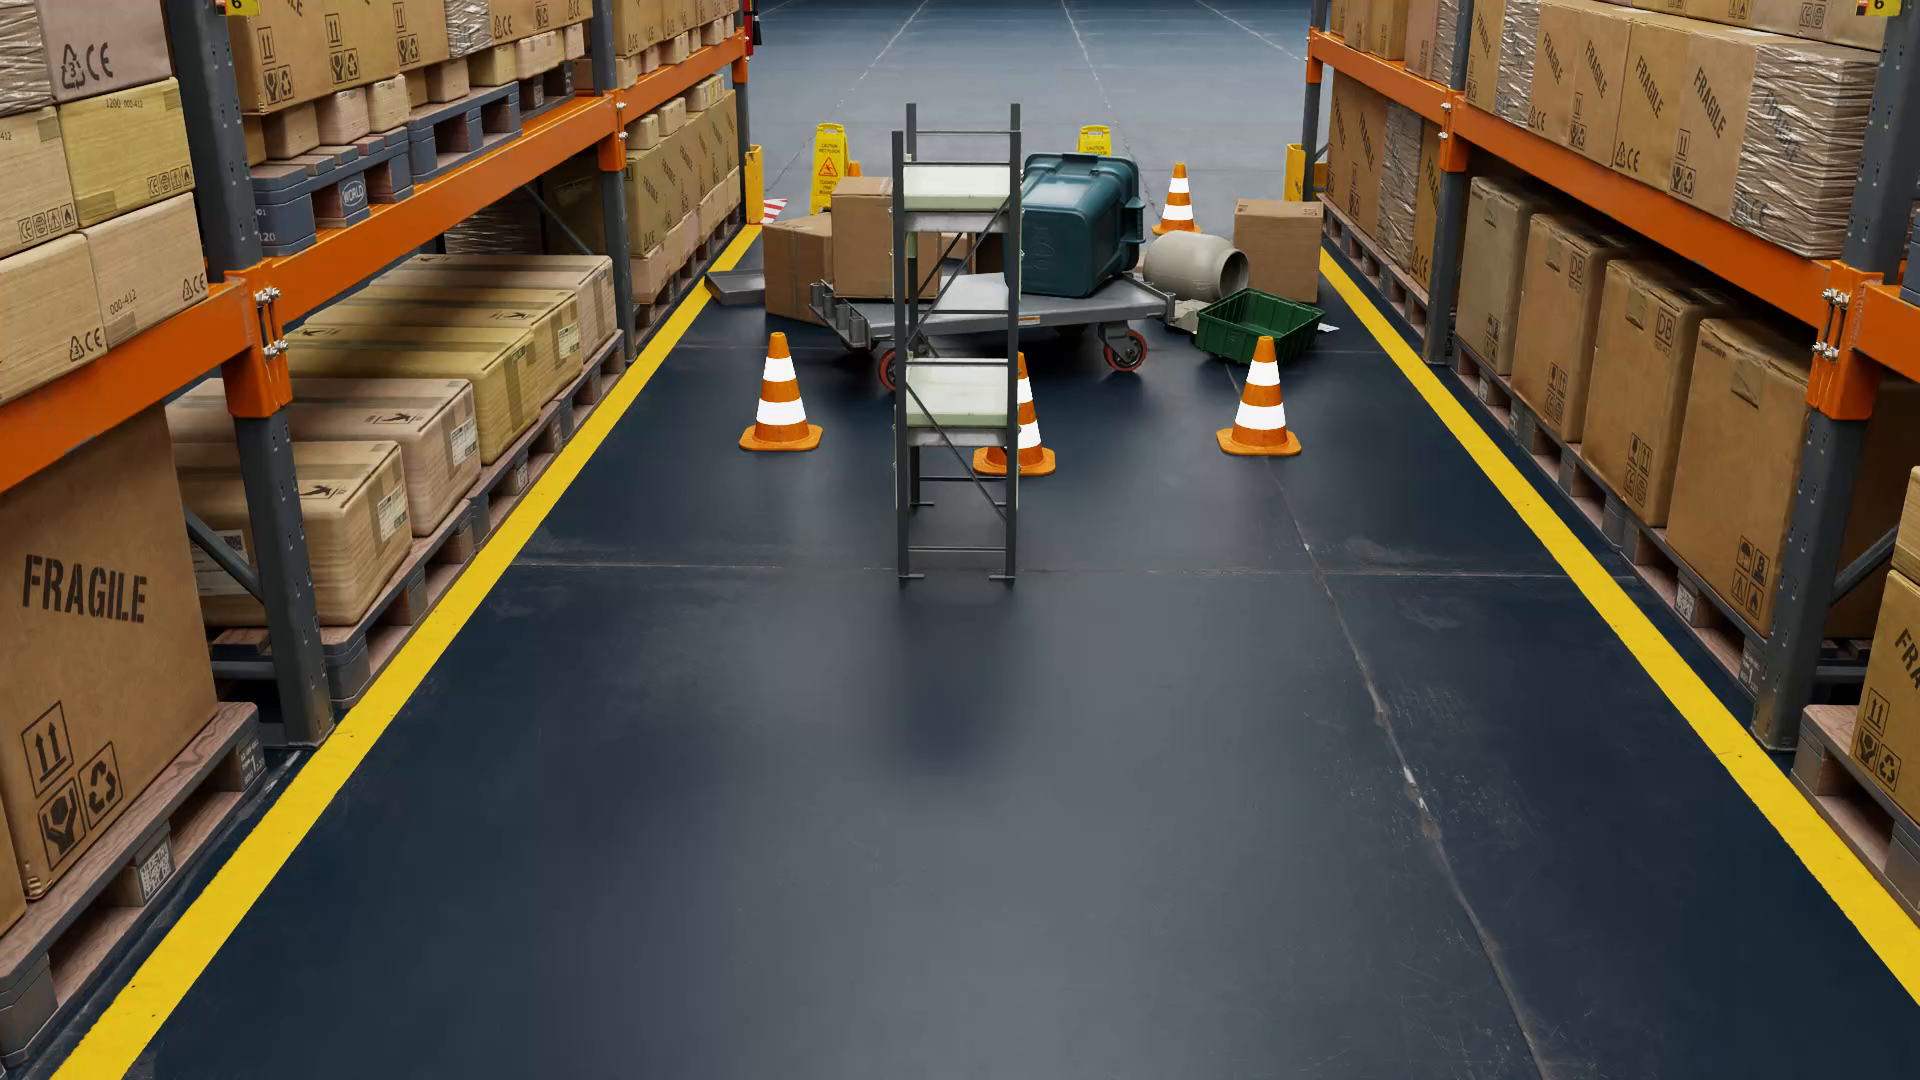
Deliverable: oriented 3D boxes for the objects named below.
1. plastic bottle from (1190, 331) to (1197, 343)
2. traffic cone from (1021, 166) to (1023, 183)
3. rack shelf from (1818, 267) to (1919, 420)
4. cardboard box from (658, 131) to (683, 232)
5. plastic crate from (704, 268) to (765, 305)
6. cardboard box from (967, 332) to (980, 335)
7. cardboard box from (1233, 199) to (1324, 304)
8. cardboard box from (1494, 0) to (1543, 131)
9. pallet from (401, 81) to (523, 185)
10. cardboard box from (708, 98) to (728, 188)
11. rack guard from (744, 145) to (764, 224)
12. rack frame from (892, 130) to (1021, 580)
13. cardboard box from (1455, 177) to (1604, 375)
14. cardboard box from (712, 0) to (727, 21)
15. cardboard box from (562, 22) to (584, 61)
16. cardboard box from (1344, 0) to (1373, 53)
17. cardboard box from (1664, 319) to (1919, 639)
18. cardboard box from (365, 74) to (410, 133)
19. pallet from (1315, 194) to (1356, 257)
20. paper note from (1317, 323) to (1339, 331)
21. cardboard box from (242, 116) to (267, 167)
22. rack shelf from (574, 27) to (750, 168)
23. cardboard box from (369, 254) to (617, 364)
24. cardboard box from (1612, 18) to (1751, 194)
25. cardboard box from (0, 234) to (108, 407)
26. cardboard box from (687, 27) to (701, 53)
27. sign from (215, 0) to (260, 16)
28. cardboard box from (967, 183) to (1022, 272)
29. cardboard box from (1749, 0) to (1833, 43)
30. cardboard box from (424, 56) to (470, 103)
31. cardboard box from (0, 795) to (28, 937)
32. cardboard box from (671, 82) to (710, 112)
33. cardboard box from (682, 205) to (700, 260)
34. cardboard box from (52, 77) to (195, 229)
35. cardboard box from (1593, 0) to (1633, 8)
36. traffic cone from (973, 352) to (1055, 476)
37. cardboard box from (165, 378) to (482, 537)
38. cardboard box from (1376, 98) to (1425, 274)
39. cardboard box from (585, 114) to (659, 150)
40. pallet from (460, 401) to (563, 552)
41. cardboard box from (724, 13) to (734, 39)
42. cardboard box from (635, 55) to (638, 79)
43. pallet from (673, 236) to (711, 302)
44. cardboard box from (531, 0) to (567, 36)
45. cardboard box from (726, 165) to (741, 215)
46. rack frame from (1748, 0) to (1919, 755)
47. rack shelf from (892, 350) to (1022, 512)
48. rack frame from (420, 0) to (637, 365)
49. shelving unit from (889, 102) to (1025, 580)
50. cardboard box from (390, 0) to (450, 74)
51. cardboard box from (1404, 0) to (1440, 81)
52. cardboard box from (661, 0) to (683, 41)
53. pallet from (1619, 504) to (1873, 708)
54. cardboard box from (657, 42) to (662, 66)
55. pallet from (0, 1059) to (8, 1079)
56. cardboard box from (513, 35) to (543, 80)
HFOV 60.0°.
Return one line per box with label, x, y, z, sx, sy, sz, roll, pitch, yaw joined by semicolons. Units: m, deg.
plastic bottle;1.322;-1.026;8.588;0.133;0.061;0.283;-11;24;-26
traffic cone;0.389;-2.502;11.837;0.336;0.463;0.334;1;21;2
rack shelf;2.639;0.226;2.295;1.077;0.370;4.000;1;21;2
cardboard box;-1.837;-1.965;9.130;0.500;0.500;0.500;1;21;4
plastic crate;-1.262;-1.495;9.770;0.402;0.080;0.583;-7;22;-17
cardboard box;0.041;-1.293;8.995;0.258;0.266;0.396;-16;26;-35
cardboard box;1.843;-1.688;9.684;0.500;0.500;0.500;4;22;11
cardboard box;2.522;-1.956;6.785;0.500;0.500;0.500;1;21;2
pallet;-2.232;-1.478;5.956;1.003;0.211;1.213;1;21;2
cardboard box;-1.784;-2.526;10.575;0.500;0.500;0.500;1;21;4
rack guard;-2.010;-2.551;11.911;1.175;0.500;0.348;1;21;2
rack frame;-0.011;-0.569;5.423;0.400;1.500;0.023;1;21;2
cardboard box;2.893;-1.201;7.506;1.050;0.750;0.750;1;21;1
cardboard box;-1.768;-3.548;10.478;0.500;0.500;0.500;1;21;2
cardboard box;-1.869;-2.187;7.285;0.380;0.149;0.250;1;21;2
cardboard box;2.840;-3.261;10.078;0.875;0.550;0.550;1;21;2
cardboard box;2.808;-0.199;4.925;1.050;0.750;0.750;0;21;1
cardboard box;-1.929;-1.345;5.114;0.380;0.149;0.250;1;21;2
pallet;2.997;-2.135;11.241;1.003;0.211;1.213;1;21;2
paper note;1.937;-1.148;8.946;0.147;0.020;0.142;-16;26;-35
cardboard box;-2.055;-1.045;4.342;0.380;0.149;0.250;-1;21;-1
rack shelf;-2.068;-2.685;9.796;1.077;0.370;4.000;1;21;2
cardboard box;-2.143;-1.078;7.713;0.950;0.372;0.625;1;21;2
cardboard box;2.477;-1.406;5.369;0.500;0.500;0.500;0;21;1
cardboard box;-2.007;-0.410;3.147;0.500;0.250;0.500;1;21;3
cardboard box;-1.774;-3.026;10.027;0.380;0.149;0.250;0;21;1
sign;-1.696;-1.386;3.853;0.100;0.325;0.005;1;21;2
cardboard box;0.470;-1.917;10.273;0.797;0.503;0.637;-16;26;-35
cardboard box;2.738;-1.691;4.719;0.700;0.500;0.500;0;21;1
cardboard box;-1.957;-1.629;5.847;0.380;0.149;0.250;1;21;3
cardboard box;-2.386;0.515;2.911;0.875;0.875;0.875;1;21;2
cardboard box;-1.736;-2.697;10.121;0.380;0.149;0.250;2;21;4
cardboard box;-1.823;-1.806;9.758;0.500;0.250;0.500;0;21;1
cardboard box;-2.012;-0.836;3.553;0.500;0.250;0.500;1;21;1
cardboard box;2.783;-2.244;6.144;0.700;0.500;0.500;1;21;2
traffic cone;0.223;-0.535;6.768;0.336;0.463;0.334;1;21;2
cardboard box;-2.209;-0.293;5.689;0.950;0.372;0.625;0;21;1
cardboard box;2.934;-2.037;9.489;0.875;0.875;0.875;1;21;2
cardboard box;-1.778;-2.118;8.628;0.380;0.149;0.250;1;21;2
pallet;-2.186;-0.273;6.442;1.003;0.211;1.213;1;21;2
cardboard box;-1.702;-3.396;10.982;0.380;0.149;0.250;0;21;1
cardboard box;-1.843;-2.382;8.369;0.380;0.149;0.250;1;21;3
pallet;-2.110;-1.683;10.074;1.003;0.211;1.213;1;21;2
cardboard box;-1.928;-2.329;6.756;0.500;0.500;0.500;1;21;2
cardboard box;-1.764;-2.353;11.168;0.500;0.250;0.500;1;21;1
rack frame;2.700;-0.833;4.029;1.000;3.000;0.127;1;21;2
rack shelf;0.000;-0.398;5.882;0.431;0.370;0.720;1;21;2
rack frame;-2.129;-2.297;7.803;1.000;3.000;0.127;1;21;2
shelving unit;0.000;-0.702;5.764;0.431;1.500;0.755;1;21;2
cardboard box;-1.988;-1.773;5.321;0.500;0.500;0.500;1;21;3
cardboard box;2.815;-2.682;8.587;0.875;0.550;0.550;1;21;2
cardboard box;-1.817;-3.002;9.069;0.500;0.500;0.500;0;21;1
pallet;2.799;0.183;5.266;1.003;0.211;1.213;1;21;2
cardboard box;-1.846;-2.664;9.097;0.380;0.149;0.250;1;21;1
pallet;-2.390;1.173;2.713;1.003;0.211;1.213;1;21;2
cardboard box;-1.871;-1.906;6.561;0.380;0.149;0.250;1;21;2
